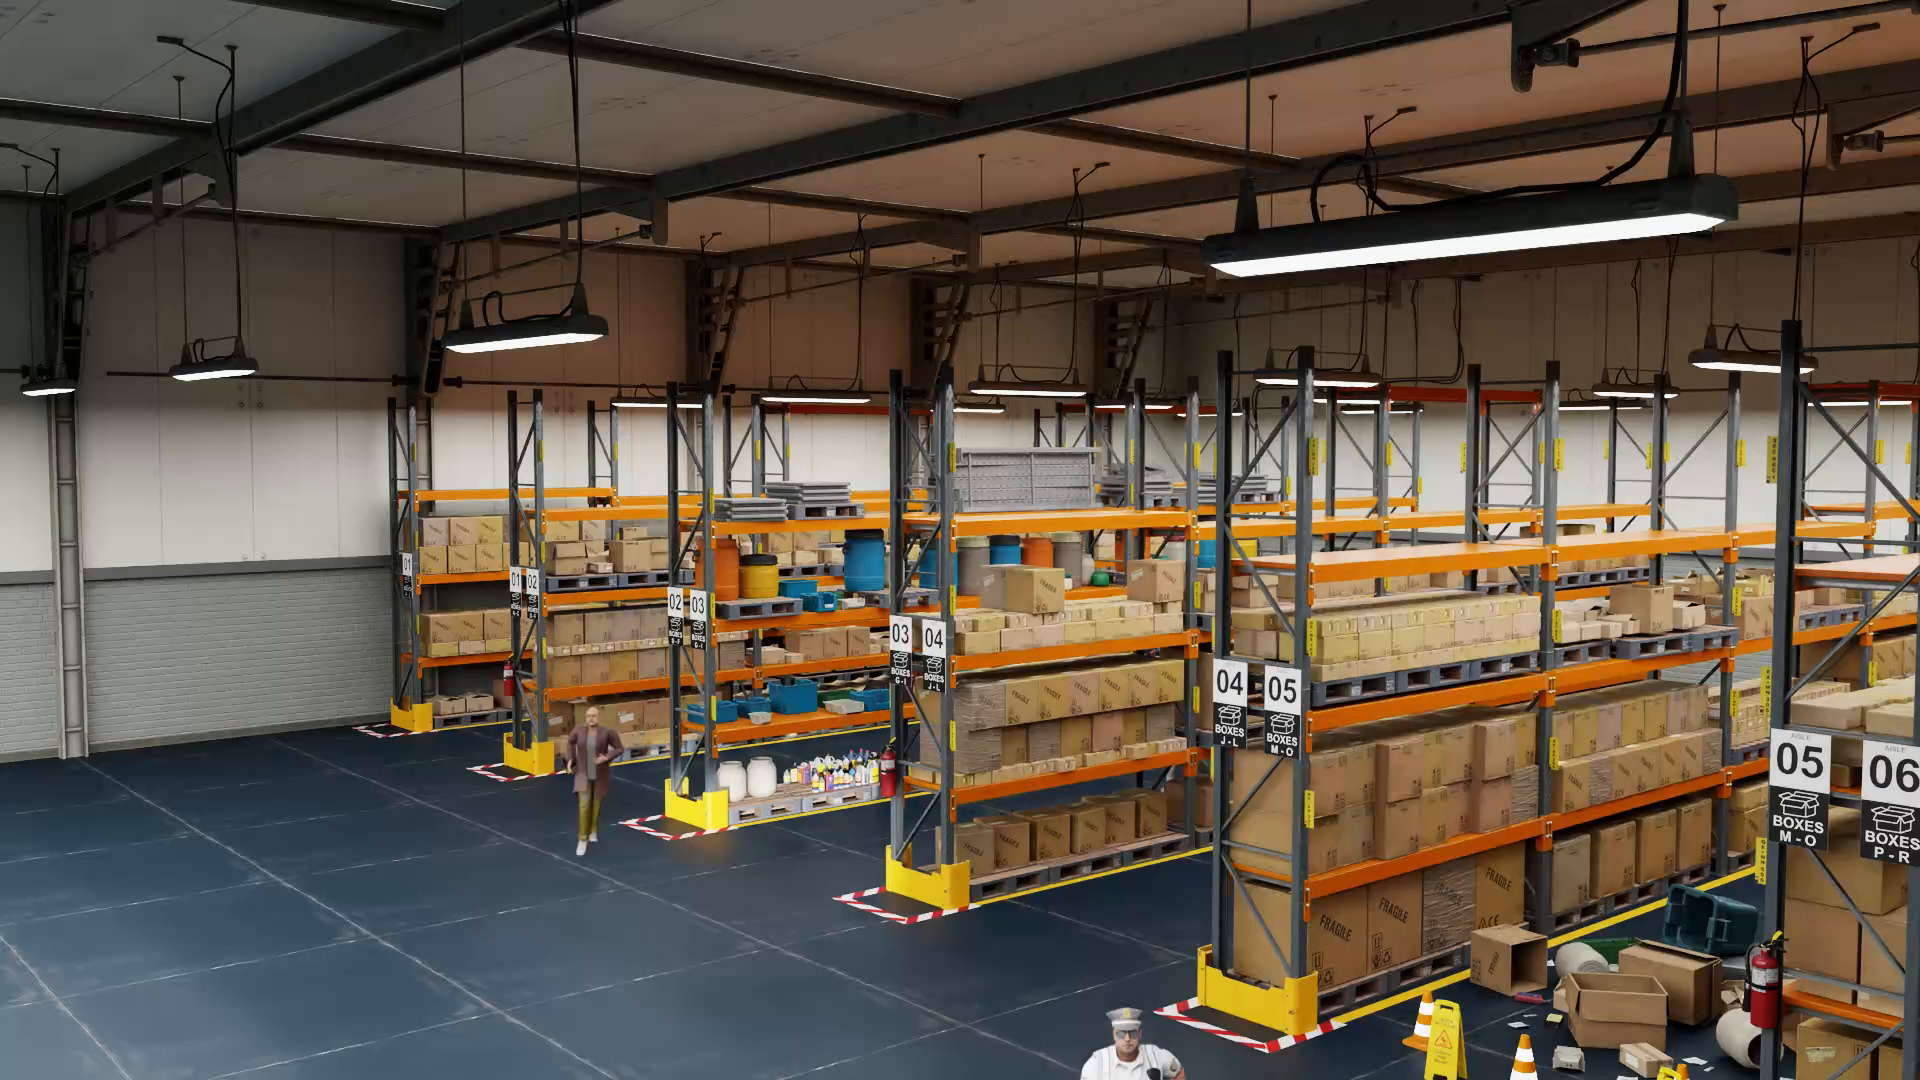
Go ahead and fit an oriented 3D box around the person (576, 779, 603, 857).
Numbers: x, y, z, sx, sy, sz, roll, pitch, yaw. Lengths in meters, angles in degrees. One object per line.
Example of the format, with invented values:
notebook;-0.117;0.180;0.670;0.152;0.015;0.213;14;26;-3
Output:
person;-4.684;3.388;21.196;0.378;1.144;0.867;-1;3;-9

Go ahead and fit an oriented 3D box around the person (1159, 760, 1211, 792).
person;3.275;2.865;24.505;0.651;1.669;1.007;3;5;44

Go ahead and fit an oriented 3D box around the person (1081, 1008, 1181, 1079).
person;1.028;3.706;10.123;0.596;1.827;0.704;1;3;11
